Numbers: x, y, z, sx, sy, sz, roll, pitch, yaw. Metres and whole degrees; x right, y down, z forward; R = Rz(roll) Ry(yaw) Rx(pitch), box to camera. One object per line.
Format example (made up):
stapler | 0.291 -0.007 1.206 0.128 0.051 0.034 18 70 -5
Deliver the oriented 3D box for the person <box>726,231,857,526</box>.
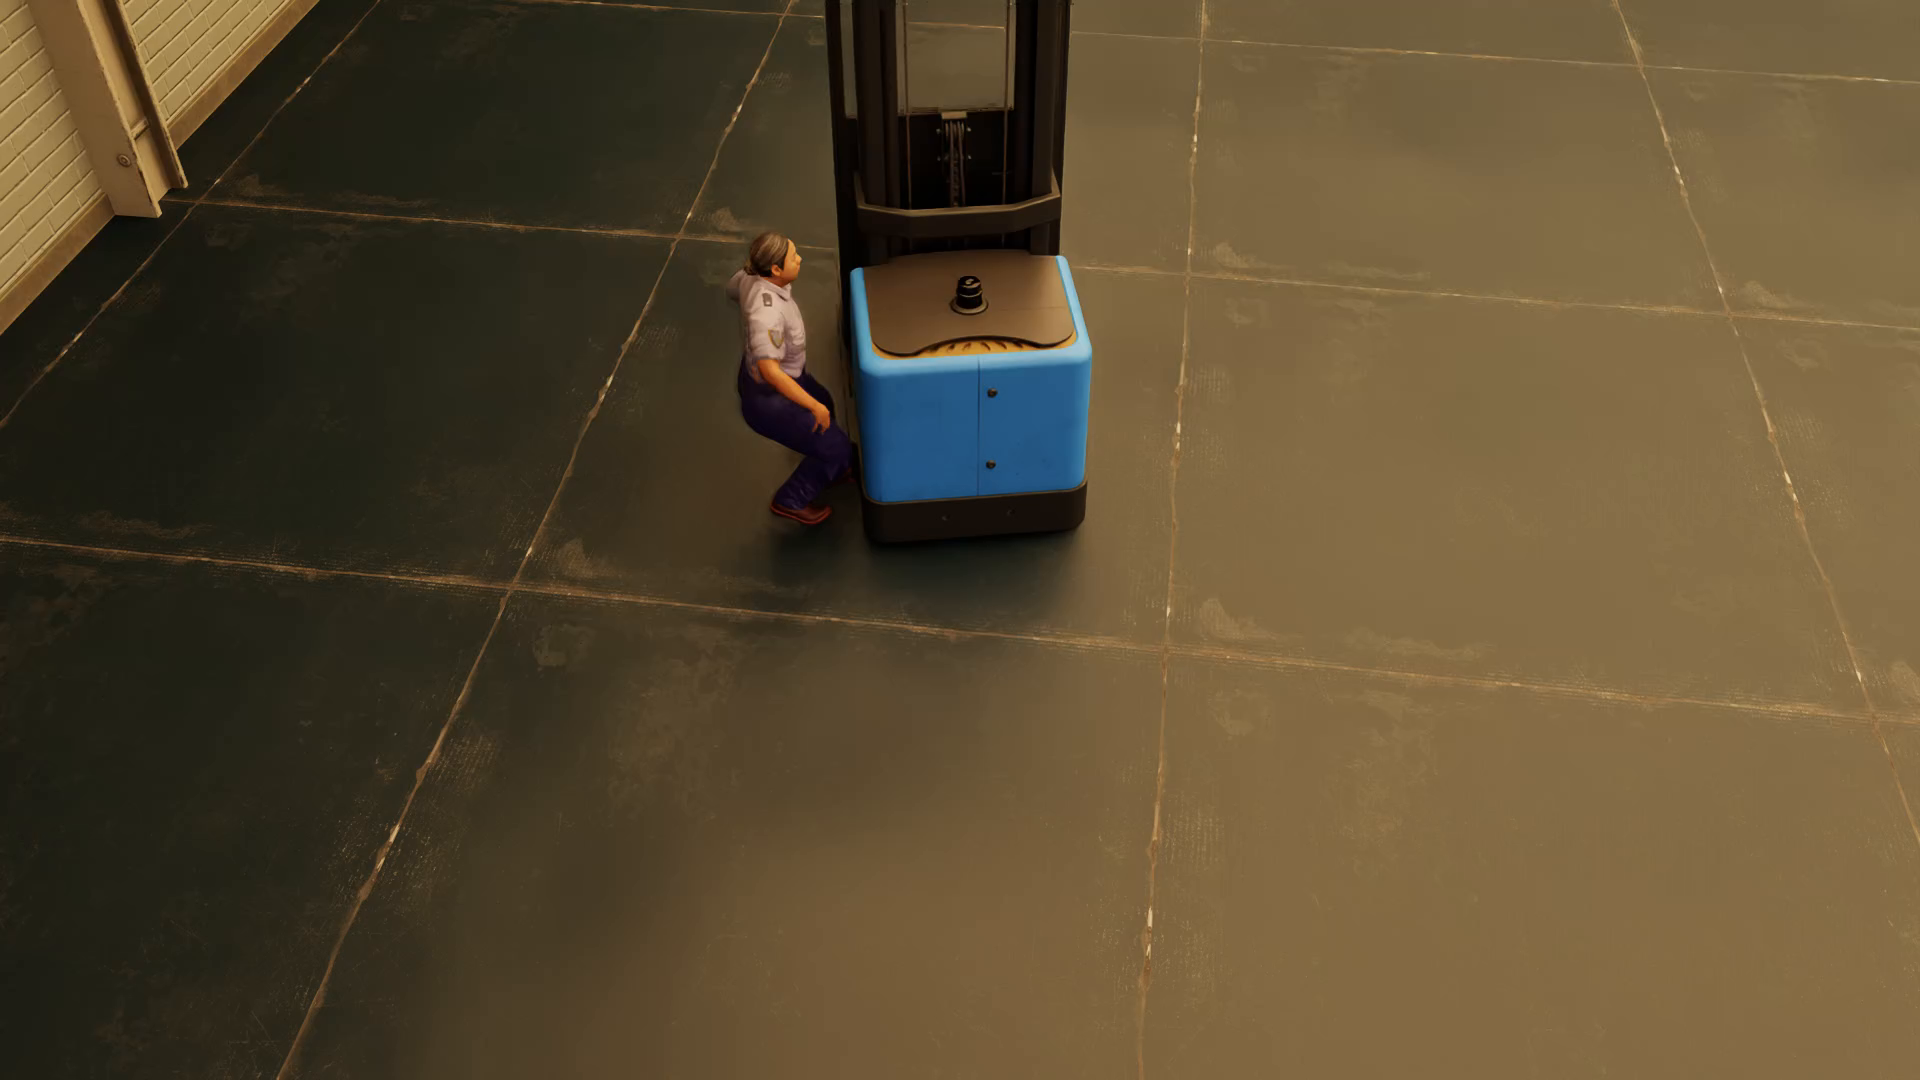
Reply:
person | -0.688 -0.720 7.525 0.633 1.576 0.890 -8 43 -8

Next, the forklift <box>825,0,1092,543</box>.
forklift | -0.081 -2.063 7.970 1.130 2.935 3.031 -4 43 -5
